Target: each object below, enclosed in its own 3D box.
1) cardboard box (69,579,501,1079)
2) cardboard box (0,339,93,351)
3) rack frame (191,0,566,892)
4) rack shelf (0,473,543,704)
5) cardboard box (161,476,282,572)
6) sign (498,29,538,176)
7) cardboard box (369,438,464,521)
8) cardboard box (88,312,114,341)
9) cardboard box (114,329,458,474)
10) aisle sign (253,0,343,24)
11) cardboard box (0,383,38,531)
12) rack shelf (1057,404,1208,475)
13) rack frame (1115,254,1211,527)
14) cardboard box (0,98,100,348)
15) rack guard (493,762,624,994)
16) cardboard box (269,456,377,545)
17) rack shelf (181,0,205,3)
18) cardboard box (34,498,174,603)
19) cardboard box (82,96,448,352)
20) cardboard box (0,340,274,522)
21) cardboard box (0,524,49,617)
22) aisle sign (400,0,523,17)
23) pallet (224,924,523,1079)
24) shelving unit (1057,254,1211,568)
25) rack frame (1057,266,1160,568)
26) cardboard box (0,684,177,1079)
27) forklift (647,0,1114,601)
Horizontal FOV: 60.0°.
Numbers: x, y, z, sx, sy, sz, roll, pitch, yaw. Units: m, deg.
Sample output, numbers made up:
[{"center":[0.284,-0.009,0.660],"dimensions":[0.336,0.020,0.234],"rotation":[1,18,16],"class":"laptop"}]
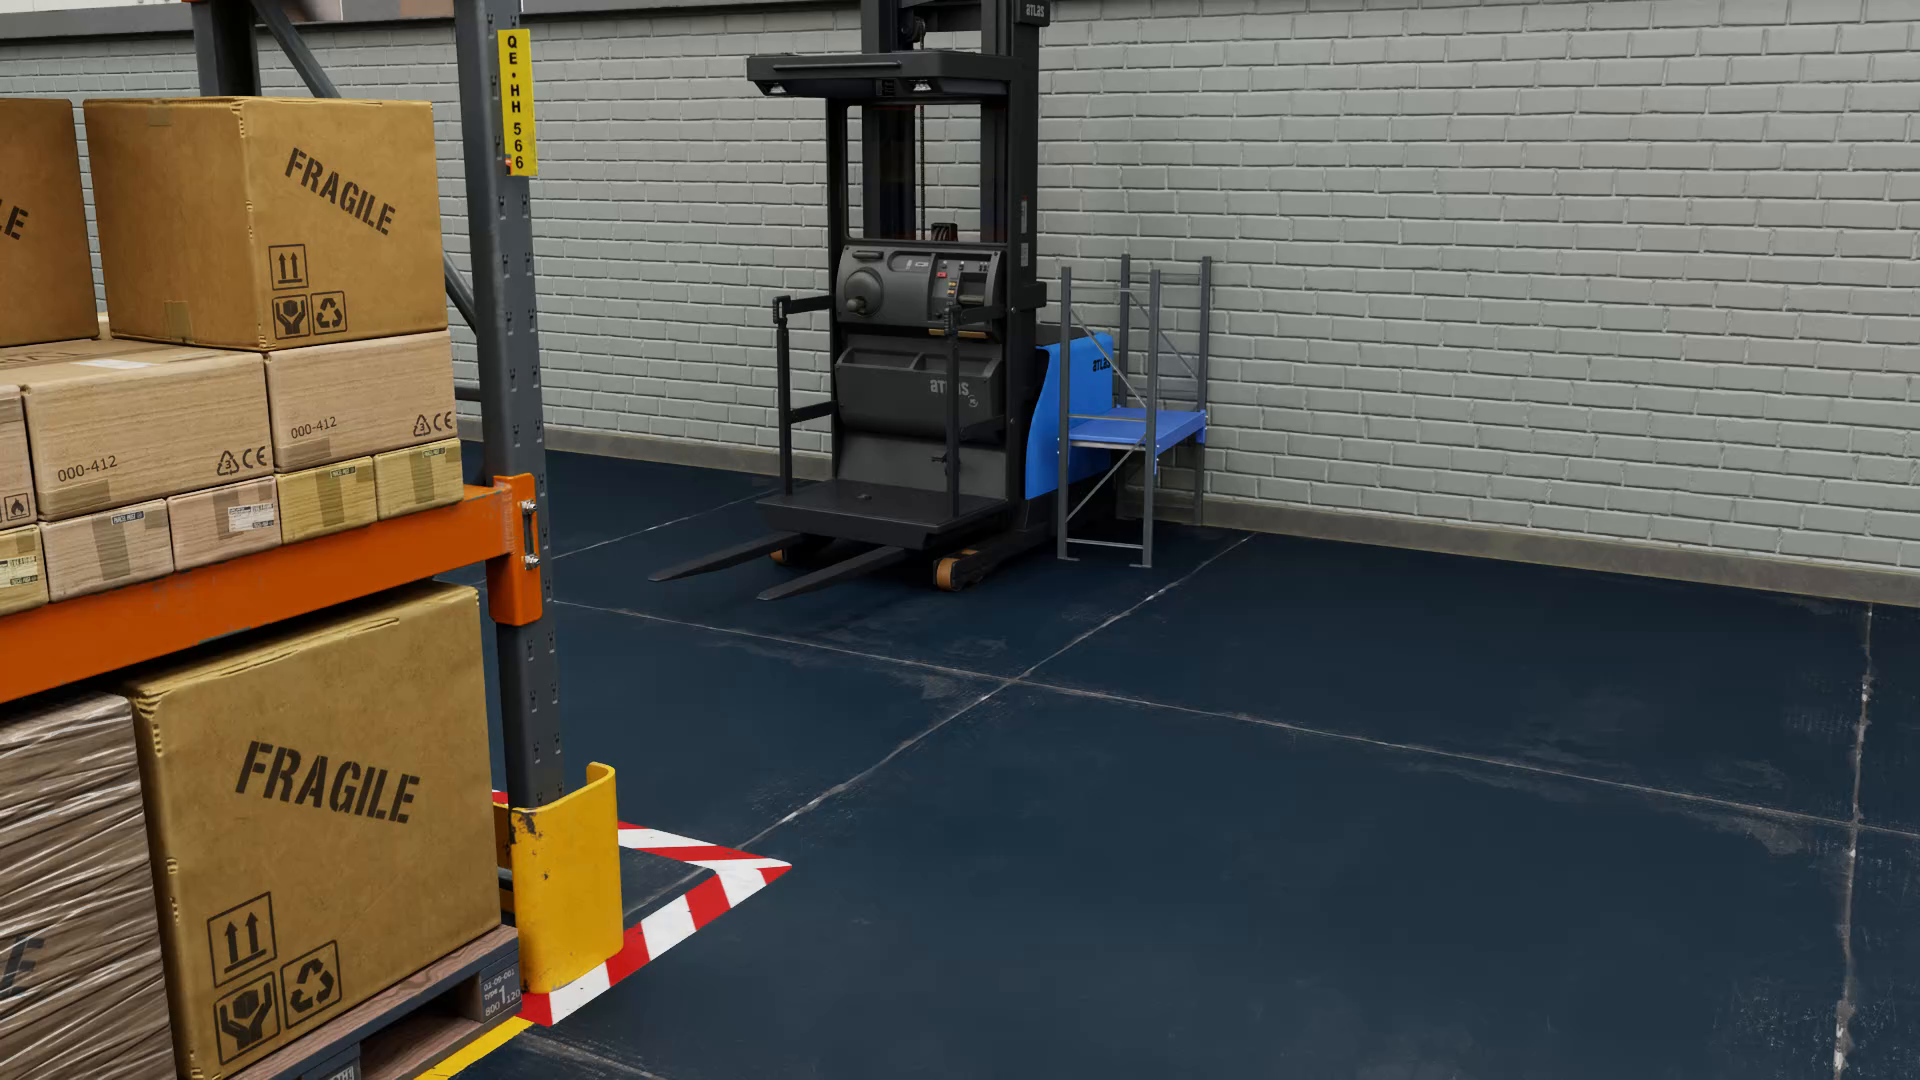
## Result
[{"center":[-1.729,0.576,3.880],"dimensions":[0.875,0.875,0.875],"rotation":[7,15,28],"class":"cardboard box"},{"center":[-2.204,-0.289,3.518],"dimensions":[0.500,0.250,0.500],"rotation":[7,15,27],"class":"cardboard box"},{"center":[-1.490,-0.393,4.262],"dimensions":[1.000,3.000,0.127],"rotation":[7,15,28],"class":"rack frame"},{"center":[-2.457,0.367,2.645],"dimensions":[1.077,0.370,4.000],"rotation":[7,15,28],"class":"rack shelf"},{"center":[-1.621,-0.055,3.398],"dimensions":[0.380,0.149,0.250],"rotation":[7,15,28],"class":"cardboard box"},{"center":[-1.022,-1.006,3.832],"dimensions":[0.100,0.325,0.005],"rotation":[7,15,28],"class":"sign"},{"center":[-1.374,-0.160,3.834],"dimensions":[0.380,0.149,0.250],"rotation":[8,16,29],"class":"cardboard box"},{"center":[-1.958,-0.397,3.963],"dimensions":[0.500,0.250,0.500],"rotation":[7,15,27],"class":"cardboard box"},{"center":[-1.492,-0.335,3.708],"dimensions":[0.500,0.250,0.500],"rotation":[7,15,27],"class":"cardboard box"},{"center":[-1.718,-1.705,4.160],"dimensions":[0.394,0.787,0.004],"rotation":[7,15,28],"class":"aisle sign"},{"center":[-1.983,-0.126,2.843],"dimensions":[0.500,0.250,0.500],"rotation":[7,15,26],"class":"cardboard box"},{"center":[0.934,-0.546,8.864],"dimensions":[0.538,0.185,1.000],"rotation":[6,15,22],"class":"rack shelf"},{"center":[1.128,-0.831,9.279],"dimensions":[0.500,1.500,0.032],"rotation":[6,15,22],"class":"rack frame"},{"center":[-2.200,-0.658,3.450],"dimensions":[0.500,0.500,0.500],"rotation":[7,15,27],"class":"cardboard box"},{"center":[-1.478,0.818,4.576],"dimensions":[1.175,0.500,0.348],"rotation":[7,15,28],"class":"rack guard"},{"center":[-1.498,-0.107,3.612],"dimensions":[0.380,0.149,0.250],"rotation":[8,15,29],"class":"cardboard box"},{"center":[-2.457,-1.091,2.293],"dimensions":[1.077,0.370,4.000],"rotation":[7,15,28],"class":"rack shelf"},{"center":[-1.742,-0.004,3.186],"dimensions":[0.380,0.149,0.250],"rotation":[8,16,29],"class":"cardboard box"},{"center":[-1.495,-0.699,3.619],"dimensions":[0.500,0.500,0.500],"rotation":[8,16,29],"class":"cardboard box"},{"center":[-1.738,-0.231,3.277],"dimensions":[0.500,0.250,0.500],"rotation":[7,15,27],"class":"cardboard box"},{"center":[-1.866,0.049,2.964],"dimensions":[0.380,0.149,0.250],"rotation":[7,15,27],"class":"cardboard box"},{"center":[-1.192,-1.637,3.878],"dimensions":[0.394,0.787,0.004],"rotation":[7,15,28],"class":"aisle sign"},{"center":[-1.808,1.136,3.872],"dimensions":[1.003,0.211,1.213],"rotation":[7,15,28],"class":"pallet"},{"center":[0.934,-0.720,8.822],"dimensions":[0.538,1.500,1.048],"rotation":[6,15,22],"class":"shelving unit"},{"center":[0.741,-0.610,8.365],"dimensions":[0.500,1.500,0.032],"rotation":[6,15,22],"class":"rack frame"},{"center":[-2.169,0.763,3.105],"dimensions":[0.875,0.875,0.875],"rotation":[7,15,28],"class":"cardboard box"},{"center":[-0.322,-1.299,8.169],"dimensions":[1.130,2.935,3.031],"rotation":[8,16,30],"class":"forklift"}]
